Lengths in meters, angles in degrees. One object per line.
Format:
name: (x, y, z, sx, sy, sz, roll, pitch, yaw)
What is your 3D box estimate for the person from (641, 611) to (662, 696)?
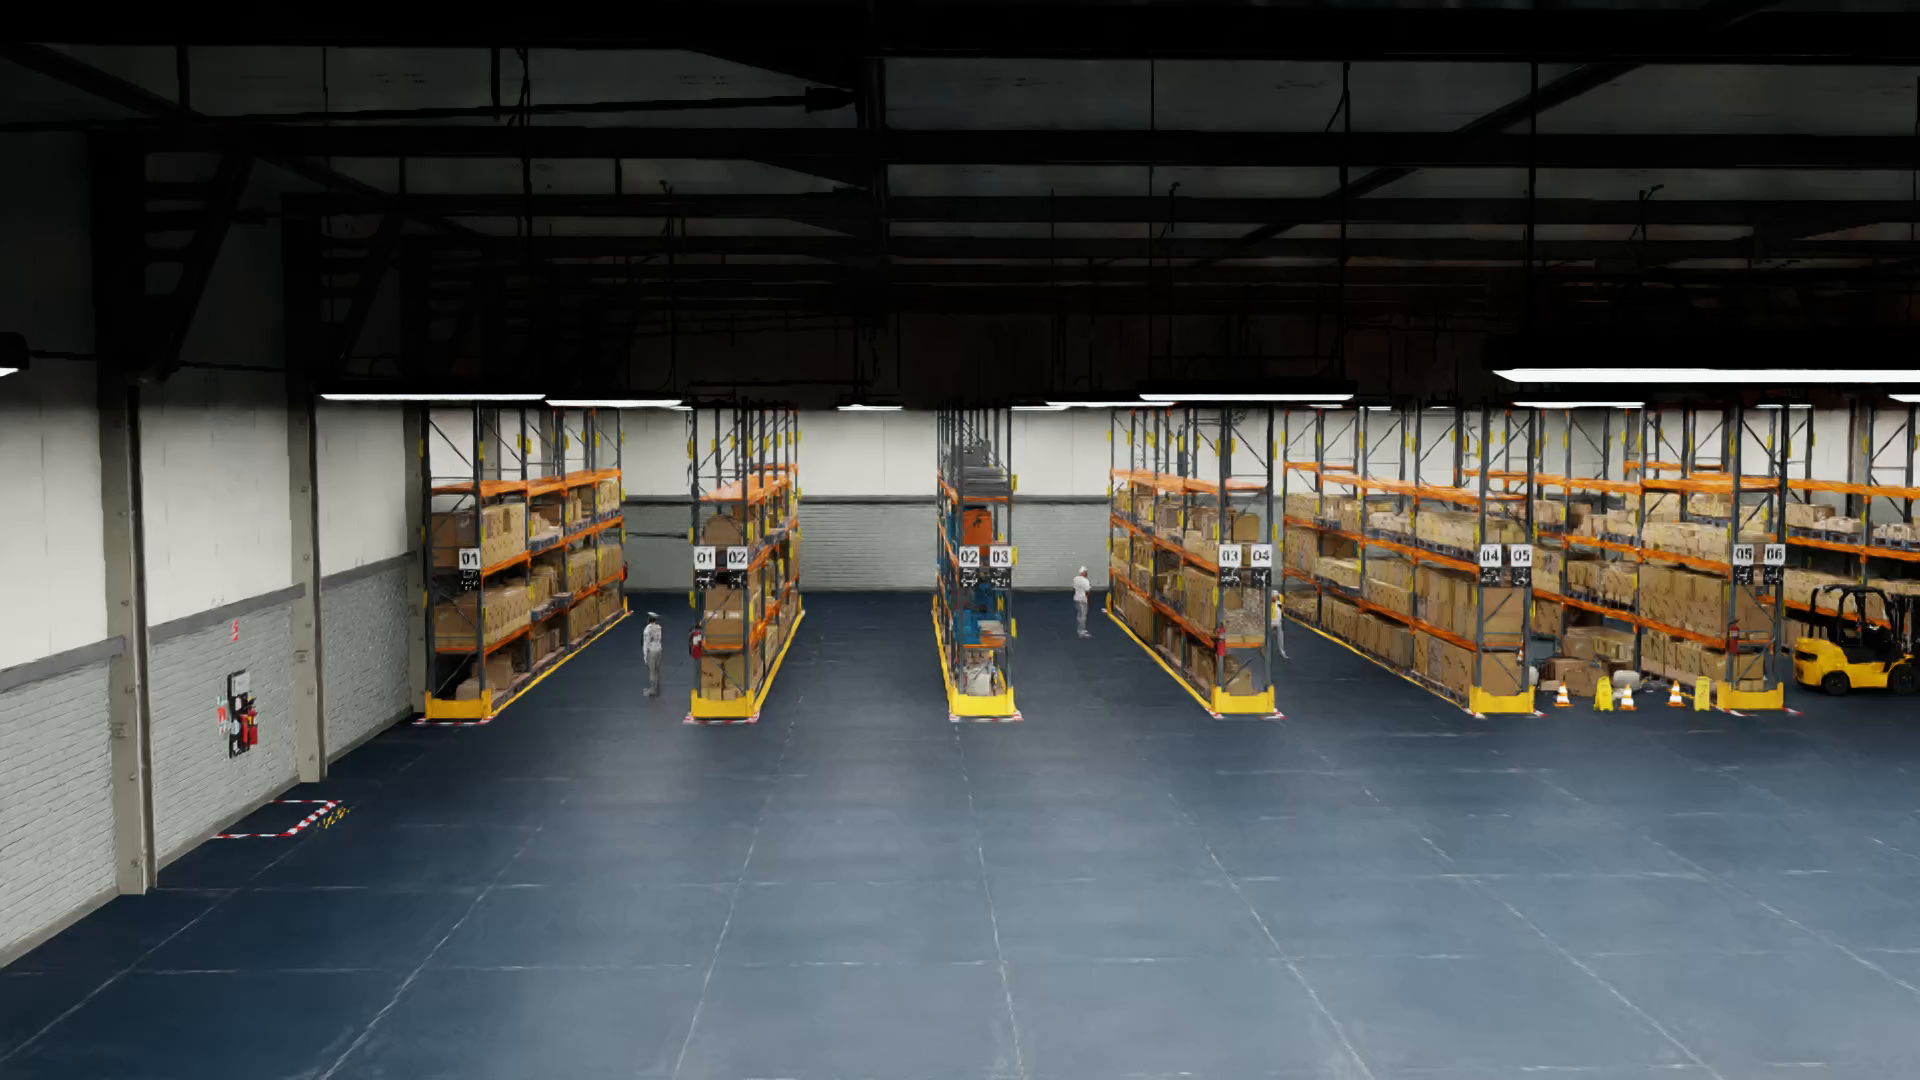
person: (-6.246, 2.285, 33.557, 0.462, 1.676, 0.524, 2, 5, 29)

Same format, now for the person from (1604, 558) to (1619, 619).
person: (18.046, 1.331, 45.907, 0.370, 1.673, 0.524, 0, 4, 6)

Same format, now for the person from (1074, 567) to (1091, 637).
person: (3.149, 1.554, 42.300, 0.463, 1.772, 0.649, -3, 5, -32)

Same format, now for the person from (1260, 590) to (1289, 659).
person: (7.248, 1.937, 38.524, 0.491, 1.598, 1.000, -1, 4, -11)

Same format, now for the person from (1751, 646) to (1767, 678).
person: (17.053, 2.160, 35.653, 0.527, 1.592, 0.522, 3, 5, 30)
